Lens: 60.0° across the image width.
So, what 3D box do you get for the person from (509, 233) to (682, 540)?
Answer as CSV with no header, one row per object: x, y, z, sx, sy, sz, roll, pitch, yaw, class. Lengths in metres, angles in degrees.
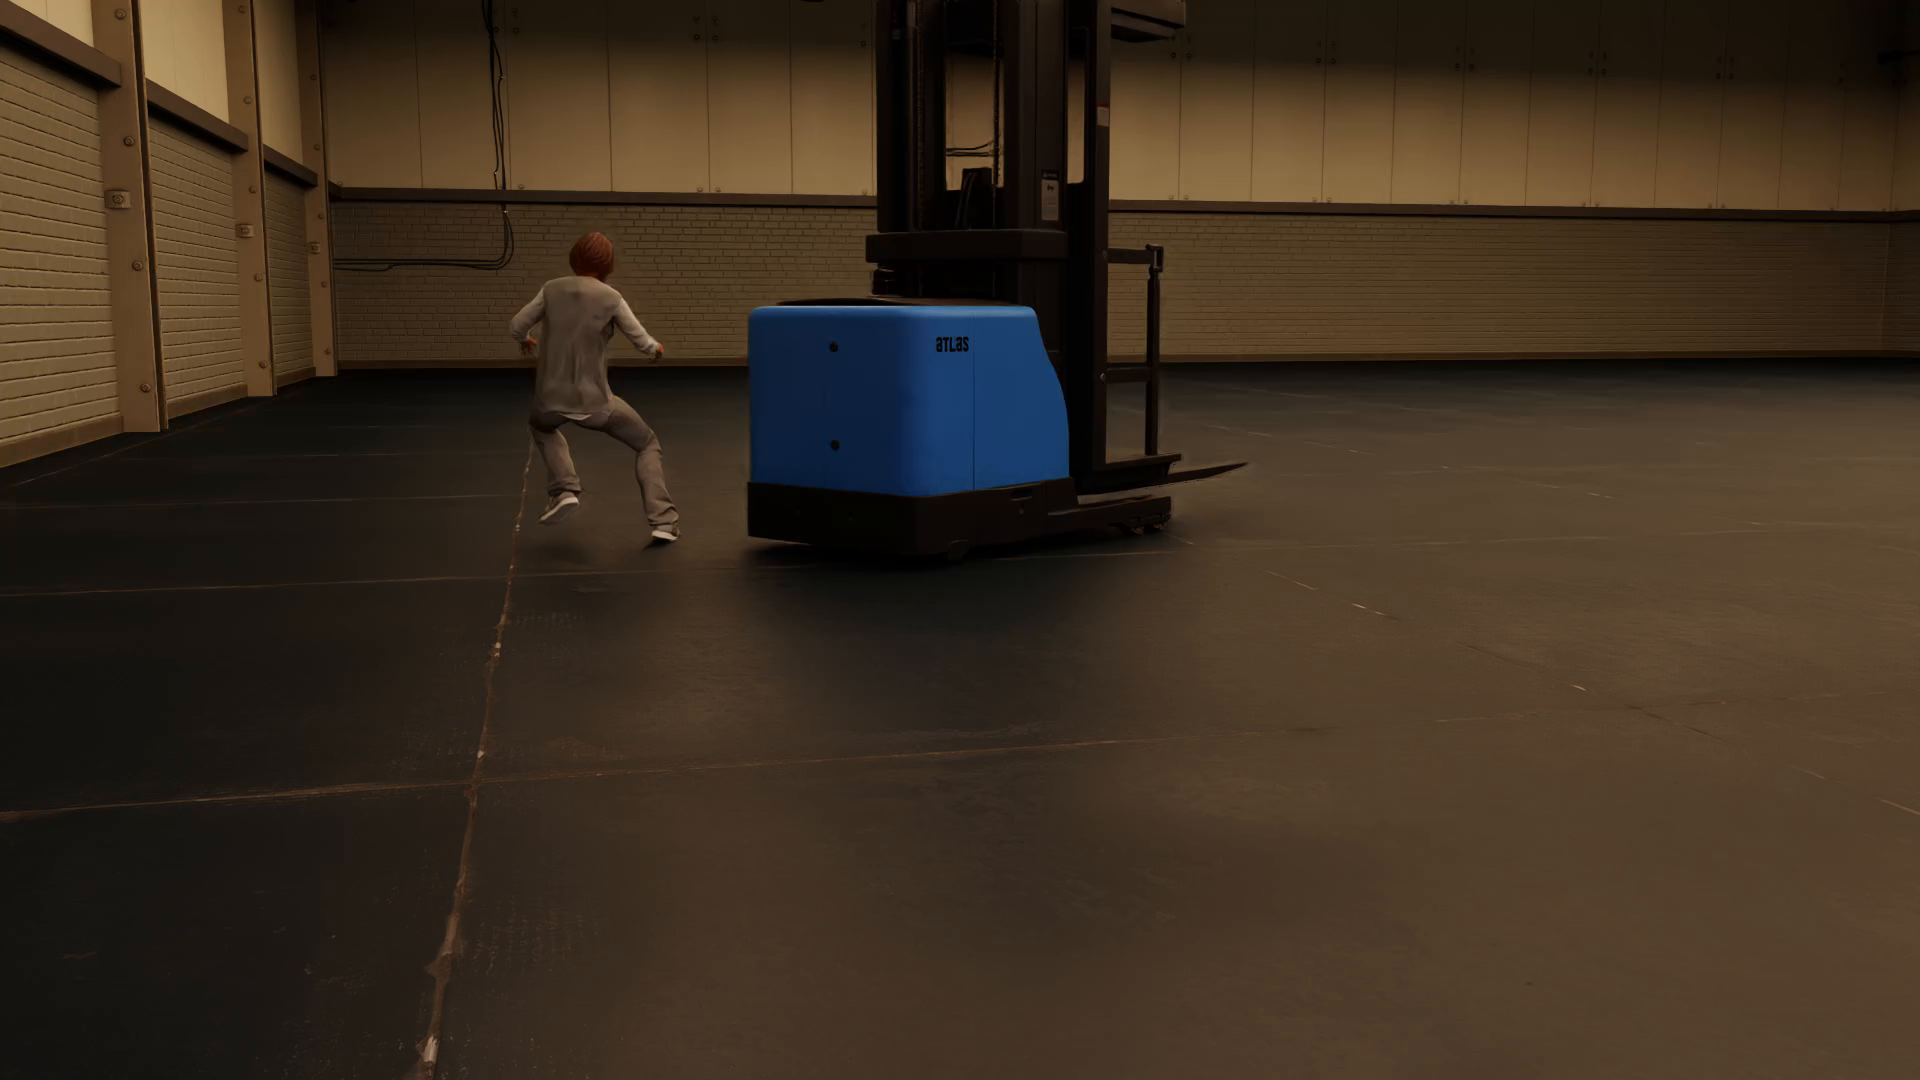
-1.694,-0.686,7.711,0.797,1.407,0.694,1,8,8,person

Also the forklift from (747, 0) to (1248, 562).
0.374,-1.520,7.994,1.130,2.935,3.031,6,10,38,forklift
